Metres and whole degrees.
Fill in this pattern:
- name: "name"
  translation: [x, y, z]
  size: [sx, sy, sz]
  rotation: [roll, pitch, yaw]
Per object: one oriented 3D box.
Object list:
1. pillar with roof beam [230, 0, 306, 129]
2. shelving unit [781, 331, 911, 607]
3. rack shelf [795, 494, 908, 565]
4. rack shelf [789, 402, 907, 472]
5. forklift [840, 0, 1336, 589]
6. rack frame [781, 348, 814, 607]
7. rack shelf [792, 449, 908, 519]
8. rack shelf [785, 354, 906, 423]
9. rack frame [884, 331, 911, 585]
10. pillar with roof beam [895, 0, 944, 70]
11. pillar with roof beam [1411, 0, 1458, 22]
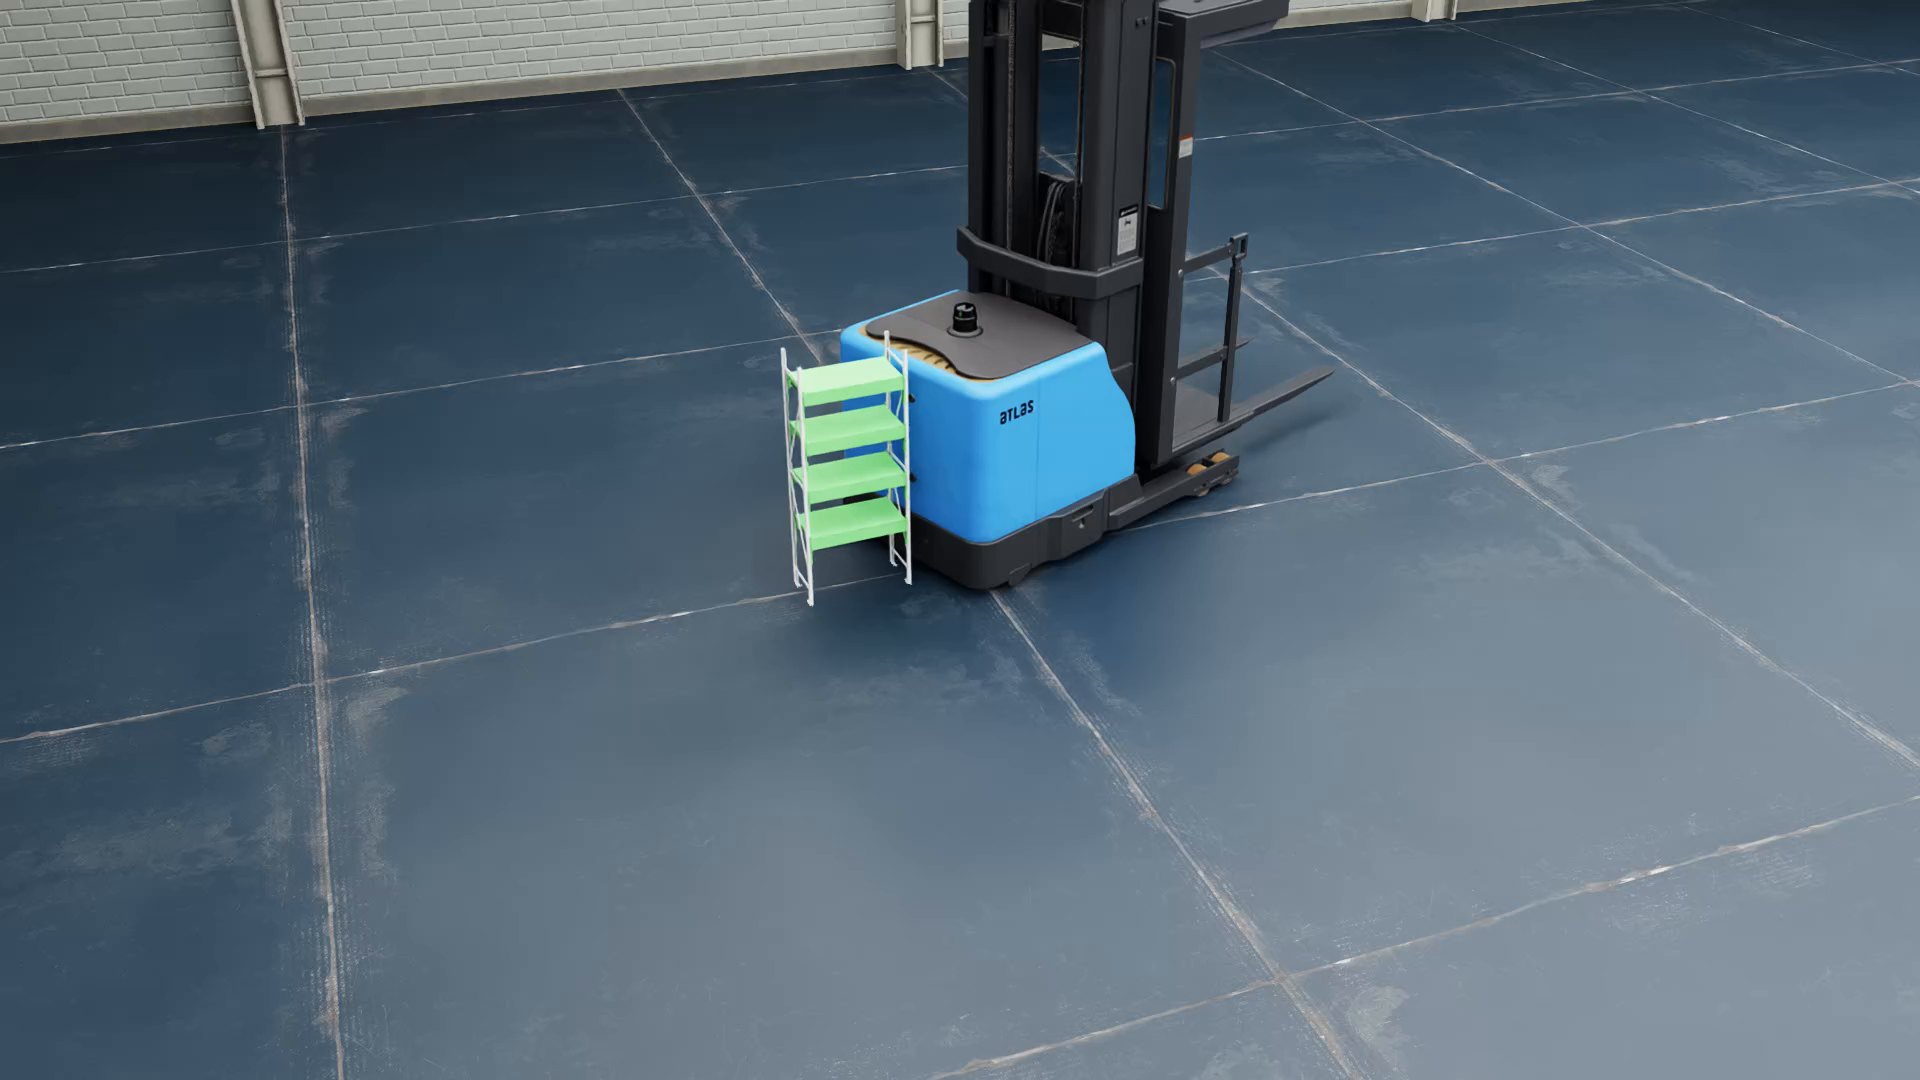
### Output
- name: "pillar with roof beam"
  translation: [-4.521, -5.618, 9.020]
  size: [0.400, 9.000, 9.100]
  rotation: [-10, 31, -18]
- name: "shelving unit"
  translation: [-0.510, -0.315, 7.591]
  size: [0.503, 1.200, 0.258]
  rotation: [-12, 32, -20]
- name: "rack shelf"
  translation: [-0.510, -0.051, 7.742]
  size: [0.480, 0.148, 0.258]
  rotation: [-12, 32, -20]
- name: "rack shelf"
  translation: [-0.510, -0.468, 7.504]
  size: [0.480, 0.148, 0.258]
  rotation: [-12, 32, -20]
- name: "forklift"
  translation: [0.830, -1.665, 8.212]
  size: [3.031, 2.935, 1.130]
  rotation: [-25, 38, -37]
- name: "rack frame"
  translation: [-0.733, -0.267, 7.507]
  size: [0.015, 1.200, 0.240]
  rotation: [-12, 32, -20]
- name: "rack shelf"
  translation: [-0.510, -0.260, 7.623]
  size: [0.480, 0.148, 0.258]
  rotation: [-12, 32, -20]
- name: "rack shelf"
  translation: [-0.510, -0.677, 7.385]
  size: [0.480, 0.148, 0.258]
  rotation: [-12, 32, -20]
- name: "rack frame"
  translation: [-0.286, -0.363, 7.676]
  size: [0.015, 1.200, 0.240]
  rotation: [-12, 32, -20]
- name: "pillar with roof beam"
  translation: [1.102, -6.653, 10.837]
  size: [0.400, 9.000, 9.100]
  rotation: [-10, 31, -18]
- name: "pillar with roof beam"
  translation: [6.726, -7.689, 12.655]
  size: [0.400, 9.000, 9.100]
  rotation: [-10, 31, -18]
